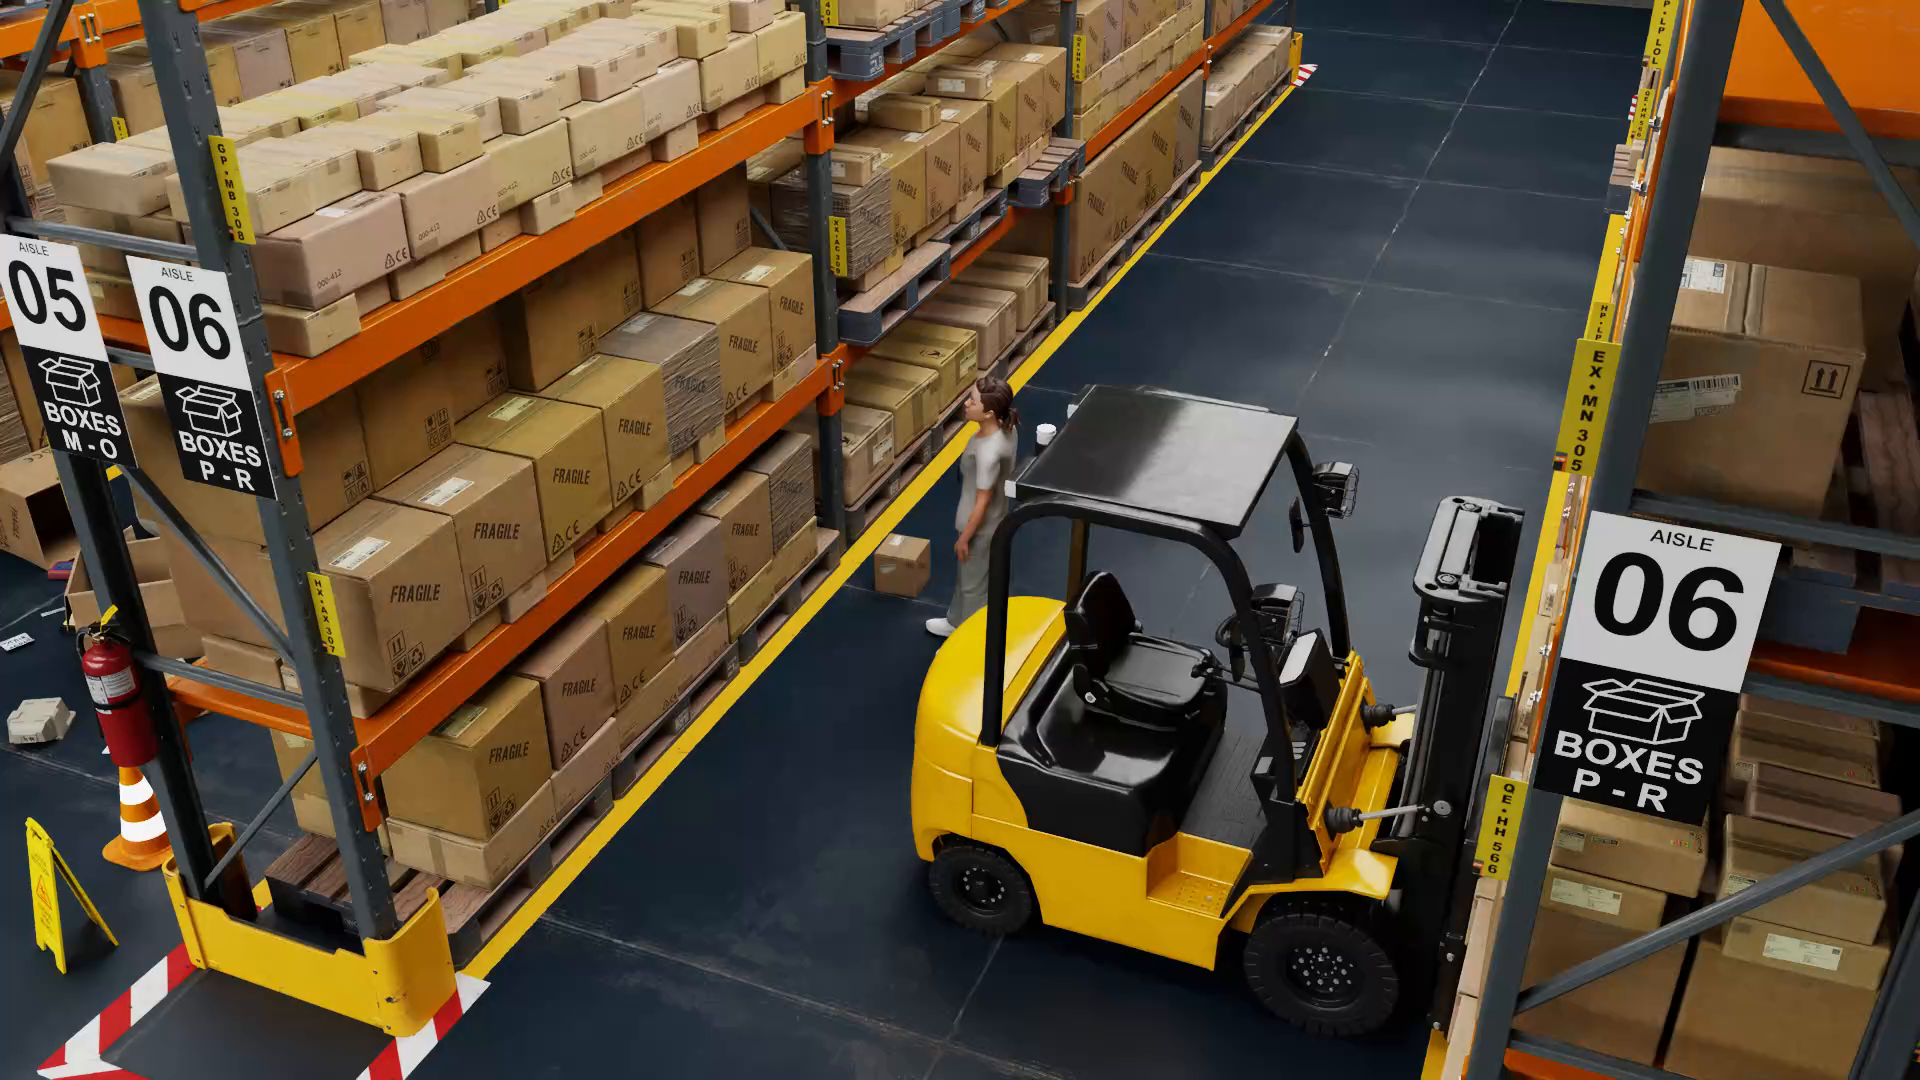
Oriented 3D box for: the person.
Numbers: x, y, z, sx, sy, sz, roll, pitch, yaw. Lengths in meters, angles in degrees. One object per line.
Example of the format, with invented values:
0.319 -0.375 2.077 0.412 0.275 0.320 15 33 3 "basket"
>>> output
0.040 -0.085 8.547 0.550 1.655 0.550 5 30 9 "person"
